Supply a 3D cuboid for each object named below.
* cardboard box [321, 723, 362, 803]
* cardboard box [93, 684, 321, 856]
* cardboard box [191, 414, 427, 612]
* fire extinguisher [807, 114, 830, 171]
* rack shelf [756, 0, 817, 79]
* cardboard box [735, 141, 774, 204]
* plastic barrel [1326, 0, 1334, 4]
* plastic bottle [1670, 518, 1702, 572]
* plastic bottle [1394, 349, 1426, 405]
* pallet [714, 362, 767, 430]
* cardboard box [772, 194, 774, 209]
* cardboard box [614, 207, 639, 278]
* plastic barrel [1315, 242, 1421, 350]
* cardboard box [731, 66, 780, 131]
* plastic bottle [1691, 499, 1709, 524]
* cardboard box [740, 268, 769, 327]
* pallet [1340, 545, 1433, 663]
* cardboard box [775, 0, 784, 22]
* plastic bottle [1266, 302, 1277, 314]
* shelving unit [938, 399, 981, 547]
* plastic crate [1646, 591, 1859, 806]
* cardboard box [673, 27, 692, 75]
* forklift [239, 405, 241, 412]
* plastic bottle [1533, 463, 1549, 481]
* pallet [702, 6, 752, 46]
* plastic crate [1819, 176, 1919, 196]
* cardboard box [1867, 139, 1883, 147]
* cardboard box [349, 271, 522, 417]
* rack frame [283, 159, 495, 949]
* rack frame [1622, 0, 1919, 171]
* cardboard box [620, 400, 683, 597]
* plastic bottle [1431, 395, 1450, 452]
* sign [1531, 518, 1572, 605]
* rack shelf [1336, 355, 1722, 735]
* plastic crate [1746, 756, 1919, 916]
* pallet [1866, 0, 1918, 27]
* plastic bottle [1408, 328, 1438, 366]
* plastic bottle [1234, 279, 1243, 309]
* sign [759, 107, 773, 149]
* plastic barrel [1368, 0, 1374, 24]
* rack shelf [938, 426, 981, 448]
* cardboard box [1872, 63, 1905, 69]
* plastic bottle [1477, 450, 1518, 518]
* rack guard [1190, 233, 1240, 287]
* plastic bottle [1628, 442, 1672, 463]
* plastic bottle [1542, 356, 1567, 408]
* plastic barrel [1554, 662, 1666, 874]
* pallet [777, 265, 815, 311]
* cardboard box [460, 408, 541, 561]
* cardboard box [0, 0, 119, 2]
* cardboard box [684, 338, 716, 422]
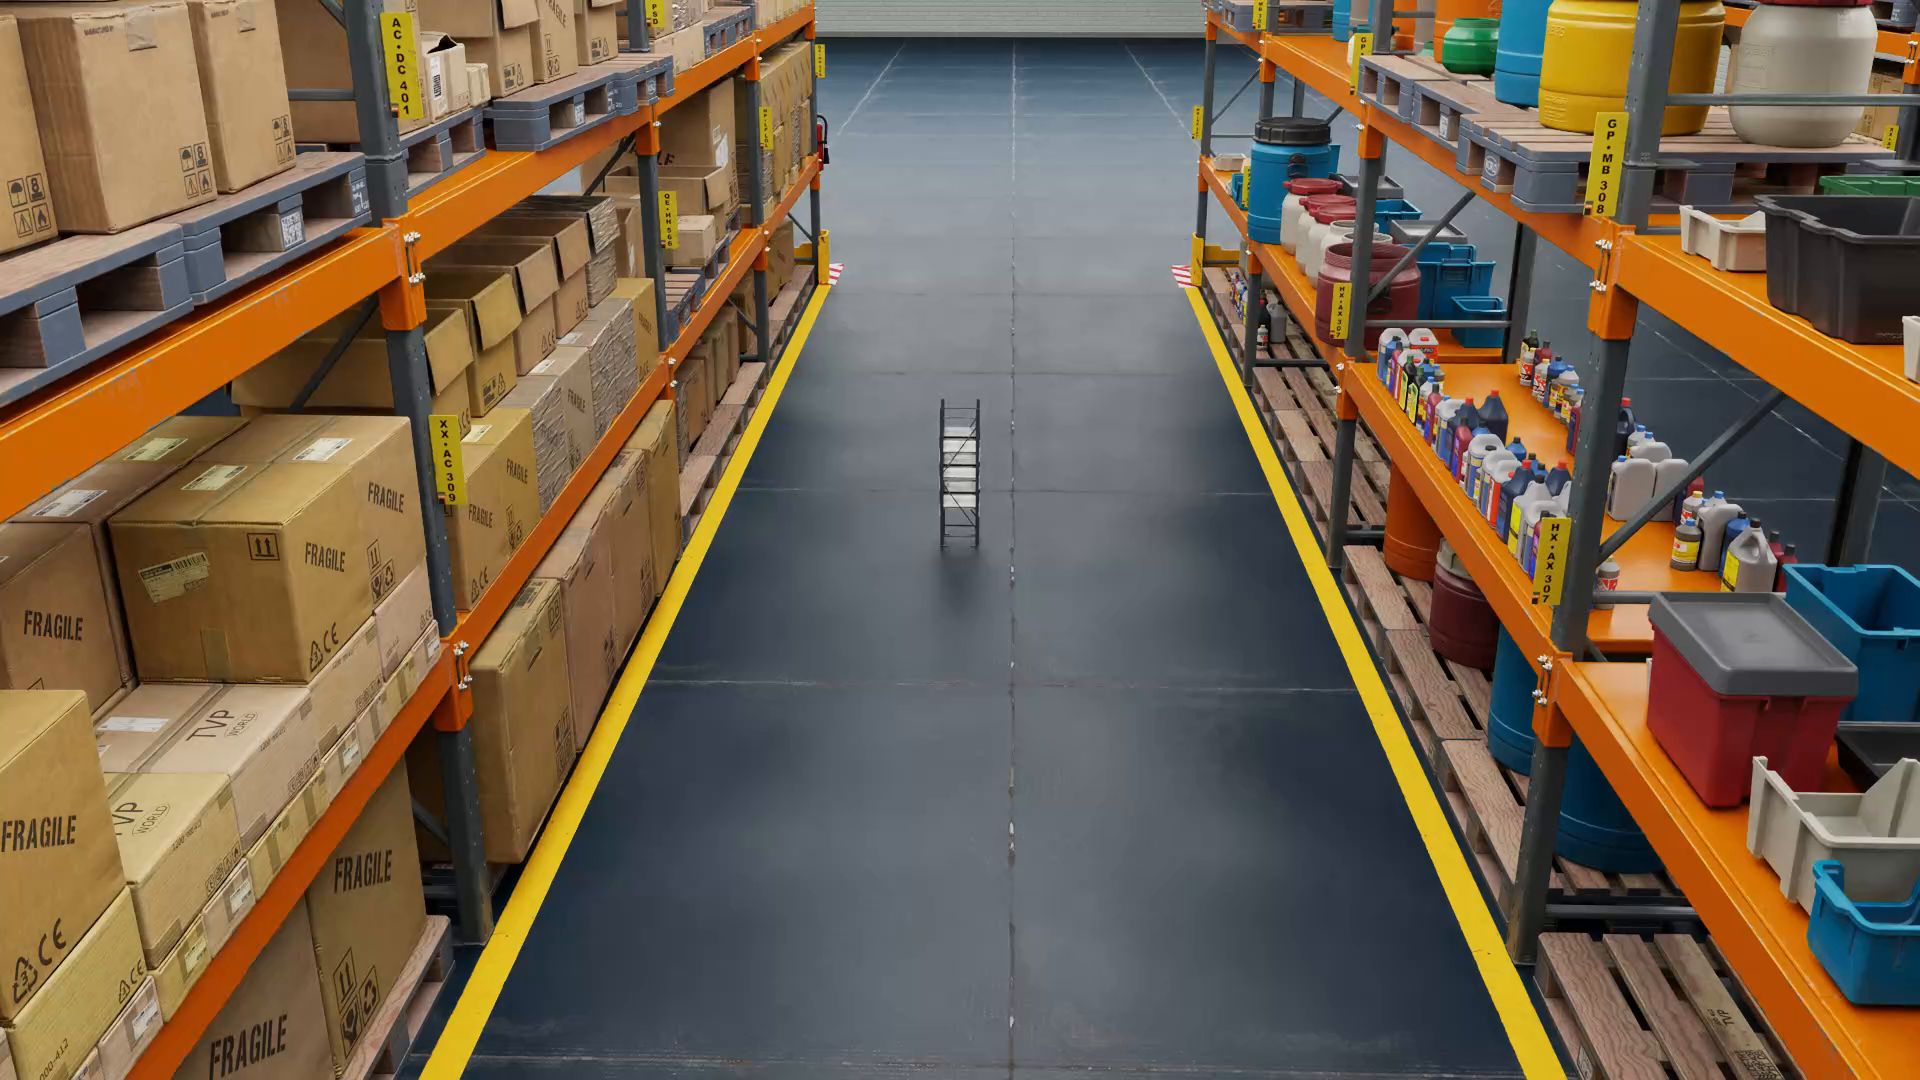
[{"bbox_3d":[-2.043,0.667,5.010,0.380,0.149,0.250,1,21,3],"label":"cardboard box"},{"bbox_3d":[-2.118,0.623,4.574,0.500,0.250,0.500,1,21,3],"label":"cardboard box"},{"bbox_3d":[-2.085,-0.092,5.379,0.500,0.500,0.500,1,21,3],"label":"cardboard box"},{"bbox_3d":[-1.509,-4.182,17.267,0.296,0.674,0.183,1,21,2],"label":"fire extinguisher"},{"bbox_3d":[-2.034,-4.522,14.883,1.077,0.370,4.000,1,21,2],"label":"rack shelf"},{"bbox_3d":[-2.019,-3.083,13.778,0.875,0.500,0.500,1,21,2],"label":"cardboard box"},{"bbox_3d":[3.066,-4.481,13.048,0.421,0.512,0.421,0,21,0],"label":"plastic barrel"},{"bbox_3d":[2.894,0.014,6.620,0.097,0.201,0.097,0,21,0],"label":"plastic bottle"},{"bbox_3d":[2.384,-0.857,8.761,0.152,0.276,0.135,1,21,2],"label":"plastic bottle"},{"bbox_3d":[-2.117,-1.154,13.211,1.003,0.211,1.213,1,21,2],"label":"pallet"},{"bbox_3d":[-1.787,-2.874,14.136,0.380,0.149,0.250,1,21,2],"label":"cardboard box"},{"bbox_3d":[-2.240,-1.727,10.115,0.500,0.500,0.500,-2,21,-5],"label":"cardboard box"},{"bbox_3d":[2.446,-1.469,9.981,0.600,0.536,0.708,1,21,2],"label":"plastic barrel"},{"bbox_3d":[-1.813,-3.727,14.057,0.500,0.500,0.500,1,21,2],"label":"cardboard box"},{"bbox_3d":[3.053,-0.068,6.832,0.097,0.201,0.097,0,21,0],"label":"plastic bottle"},{"bbox_3d":[-2.033,-2.117,14.714,0.500,0.500,0.500,8,22,19],"label":"cardboard box"},{"bbox_3d":[2.752,0.351,9.333,1.003,0.211,1.213,1,21,2],"label":"pallet"},{"bbox_3d":[-1.788,-4.595,14.284,0.500,0.250,0.500,0,21,-1],"label":"cardboard box"},{"bbox_3d":[2.742,-1.929,14.511,0.152,0.276,0.135,1,21,2],"label":"plastic bottle"},{"bbox_3d":[0.000,-0.417,10.359,0.258,0.900,0.210,1,21,2],"label":"shelving unit"},{"bbox_3d":[2.335,0.474,4.989,0.402,0.464,0.583,1,21,2],"label":"plastic crate"},{"bbox_3d":[-1.931,-2.970,10.098,0.500,0.250,0.500,1,21,3],"label":"cardboard box"},{"bbox_3d":[-4.538,-1.974,11.565,1.130,2.935,3.031,1,21,2],"label":"forklift"},{"bbox_3d":[2.453,-0.194,7.061,0.097,0.271,0.097,0,21,0],"label":"plastic bottle"},{"bbox_3d":[-2.220,-3.824,12.351,1.213,0.211,1.003,1,21,2],"label":"pallet"},{"bbox_3d":[2.902,-0.931,4.929,0.450,0.188,0.662,1,21,2],"label":"plastic crate"},{"bbox_3d":[7.611,-3.164,13.502,0.380,0.149,0.250,0,21,0],"label":"cardboard box"},{"bbox_3d":[-2.294,-0.836,7.012,0.797,0.503,0.637,1,21,2],"label":"cardboard box"},{"bbox_3d":[-2.338,0.157,5.977,1.000,3.000,0.127,1,21,2],"label":"rack frame"},{"bbox_3d":[2.613,-2.585,4.751,1.000,3.000,0.127,1,21,2],"label":"rack frame"},{"bbox_3d":[-2.258,-0.245,9.370,1.225,0.875,0.875,0,21,-1],"label":"cardboard box"},{"bbox_3d":[2.332,-0.562,8.010,0.097,0.271,0.097,0,21,0],"label":"plastic bottle"},{"bbox_3d":[2.063,0.076,5.804,0.100,0.325,0.005,1,21,2],"label":"sign"},{"bbox_3d":[2.674,-0.176,7.831,1.077,0.370,4.000,1,21,2],"label":"rack shelf"},{"bbox_3d":[2.382,0.789,4.430,0.437,0.282,0.530,1,21,2],"label":"plastic crate"},{"bbox_3d":[7.807,-4.291,13.417,1.003,0.211,1.213,1,21,2],"label":"pallet"},{"bbox_3d":[2.550,-1.022,9.188,0.152,0.276,0.135,1,21,2],"label":"plastic bottle"},{"bbox_3d":[2.601,-2.284,15.433,0.097,0.271,0.097,0,21,0],"label":"plastic bottle"},{"bbox_3d":[-1.540,-3.270,13.210,0.100,0.325,0.005,1,21,2],"label":"sign"},{"bbox_3d":[3.018,-3.654,10.959,0.600,0.901,0.708,1,21,2],"label":"plastic barrel"},{"bbox_3d":[0.000,-0.637,10.273,0.258,0.077,0.200,1,21,2],"label":"rack shelf"},{"bbox_3d":[7.844,-3.801,14.246,0.700,0.500,0.500,1,21,2],"label":"cardboard box"},{"bbox_3d":[2.332,-0.240,7.171,0.152,0.276,0.135,1,21,2],"label":"plastic bottle"},{"bbox_3d":[3.022,-2.934,17.399,1.175,0.500,0.348,1,21,2],"label":"rack guard"},{"bbox_3d":[3.043,-0.312,7.359,0.152,0.276,0.135,1,21,2],"label":"plastic bottle"},{"bbox_3d":[3.114,-0.828,8.695,0.097,0.271,0.097,0,21,0],"label":"plastic bottle"},{"bbox_3d":[2.646,0.798,6.647,0.600,0.901,0.708,1,21,2],"label":"plastic barrel"},{"bbox_3d":[-2.035,-2.561,16.837,1.003,0.211,1.213,1,21,2],"label":"pallet"},{"bbox_3d":[-2.060,-0.235,6.849,0.500,0.500,0.500,1,21,2],"label":"cardboard box"},{"bbox_3d":[-2.373,-1.540,4.311,0.500,0.250,0.500,-1,21,-2],"label":"cardboard box"},{"bbox_3d":[-2.185,-1.179,12.268,0.700,0.500,0.500,-1,21,-3],"label":"cardboard box"}]
